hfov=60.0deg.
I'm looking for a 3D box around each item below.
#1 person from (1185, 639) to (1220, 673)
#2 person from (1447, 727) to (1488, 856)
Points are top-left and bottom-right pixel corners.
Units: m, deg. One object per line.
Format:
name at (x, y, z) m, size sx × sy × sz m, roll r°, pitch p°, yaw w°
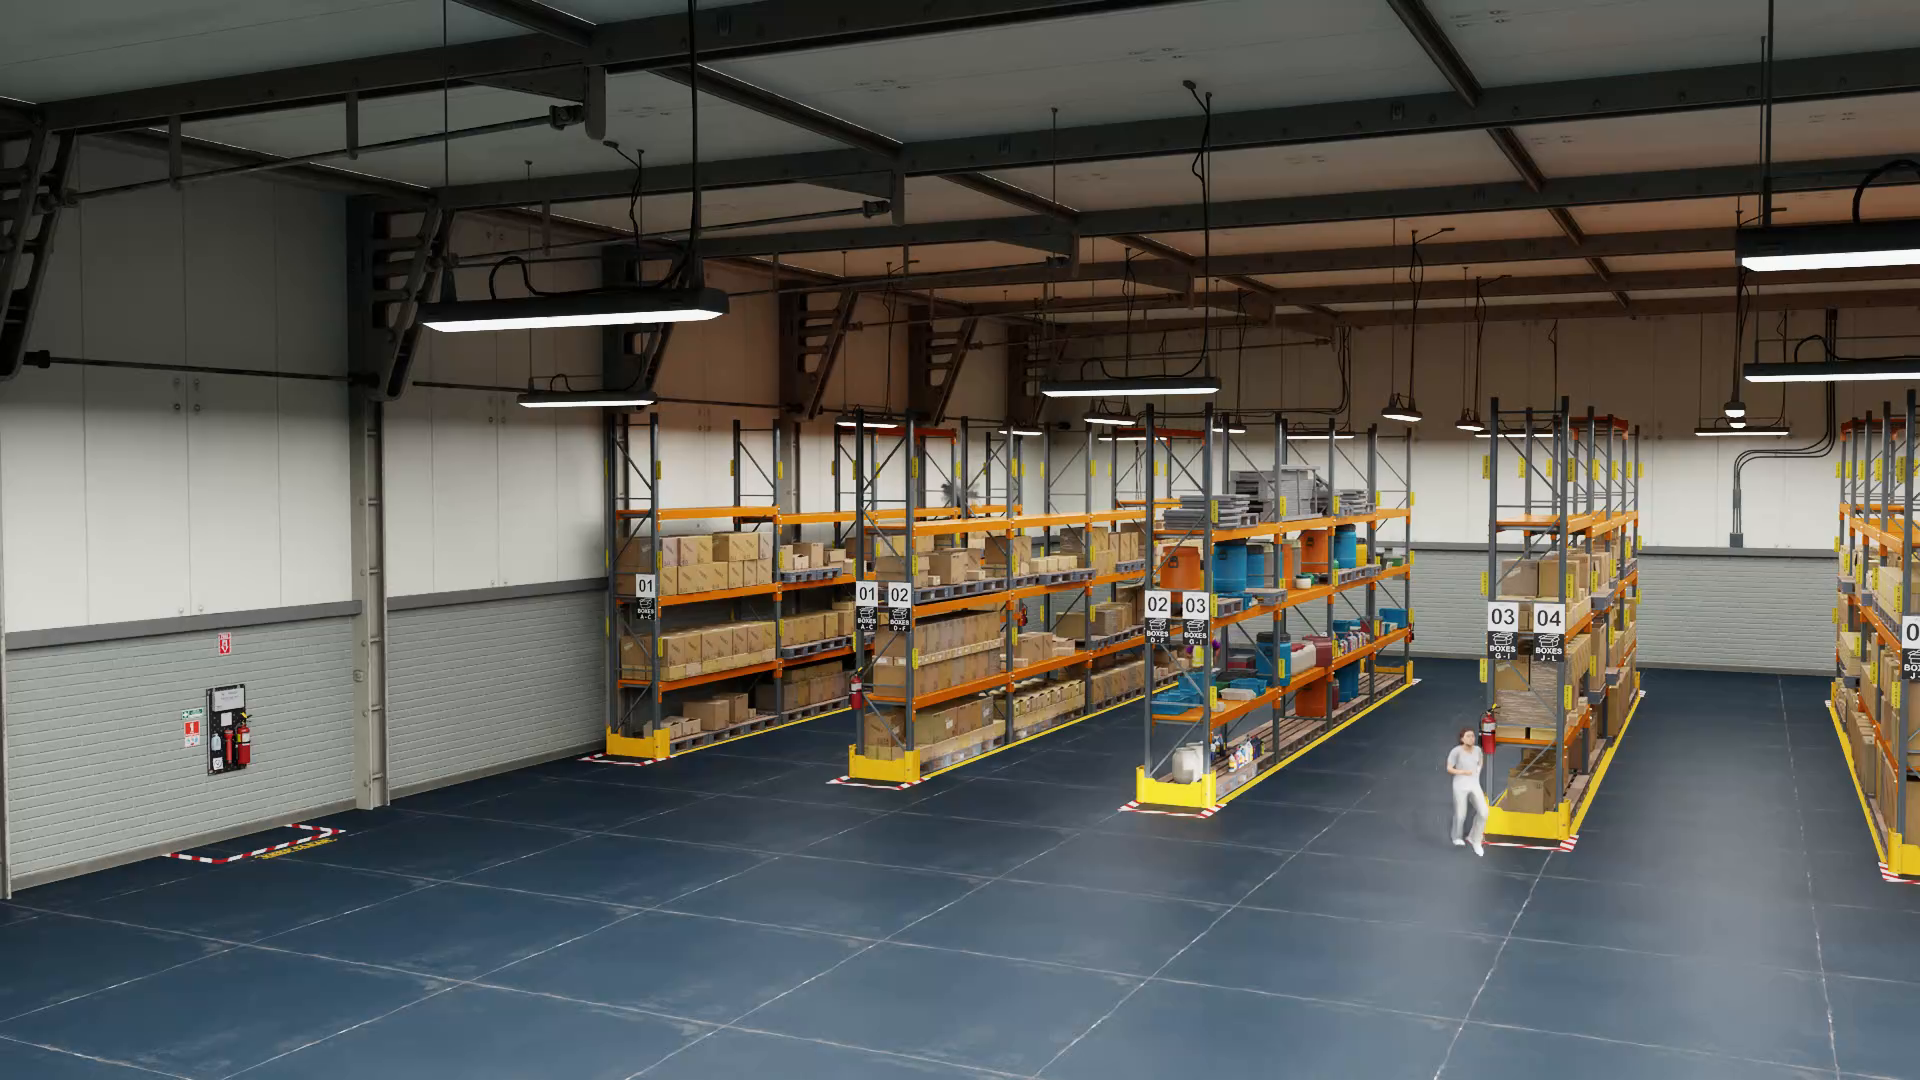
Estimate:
person at (5.014, 2.655, 34.484) m, size 0.694 × 1.787 × 0.957 m, roll 1°, pitch 3°, yaw 17°
person at (6.612, 3.259, 21.721) m, size 0.573 × 1.657 × 0.748 m, roll 0°, pitch 2°, yaw -6°
